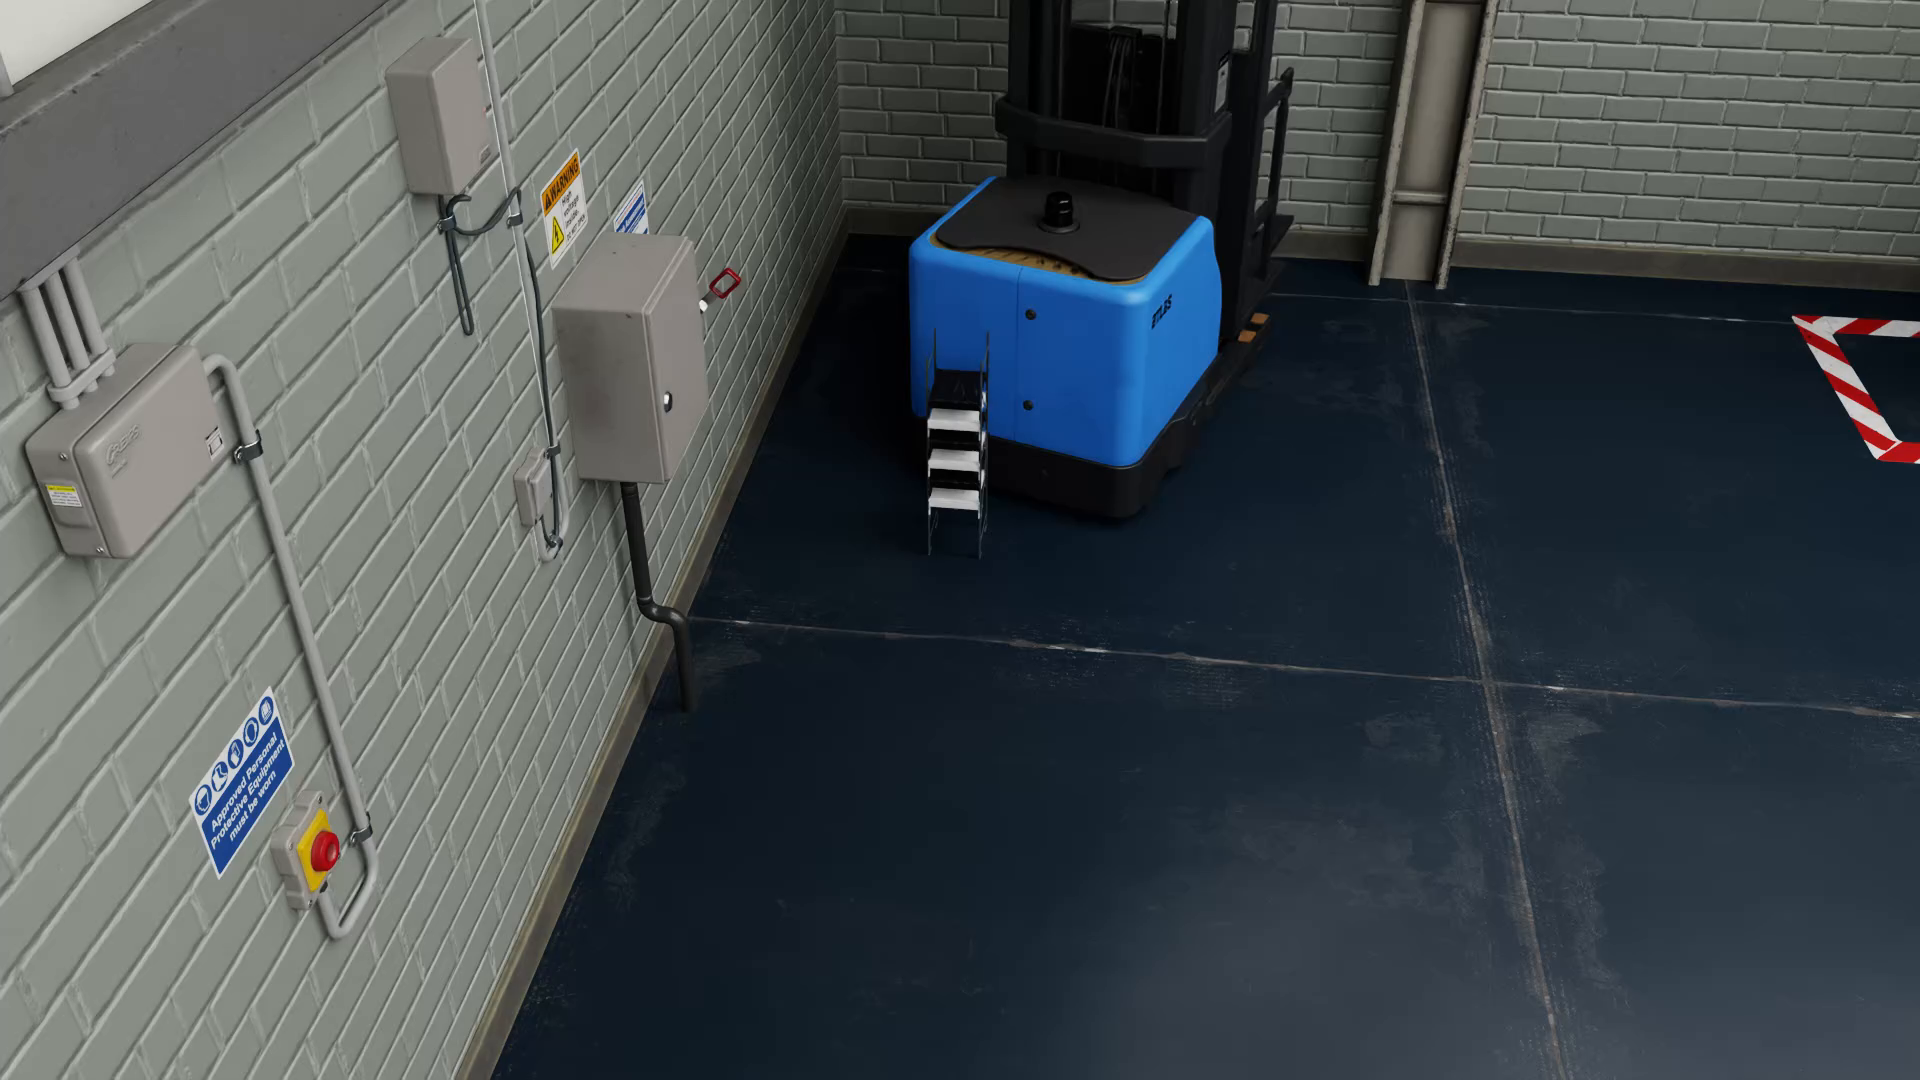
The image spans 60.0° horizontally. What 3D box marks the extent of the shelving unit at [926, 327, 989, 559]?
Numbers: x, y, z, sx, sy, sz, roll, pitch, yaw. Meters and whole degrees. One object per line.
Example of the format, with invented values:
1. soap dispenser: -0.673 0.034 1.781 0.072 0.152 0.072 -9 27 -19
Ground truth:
1. shelving unit: -0.008 -0.367 6.489 0.210 0.900 0.258 4 36 6

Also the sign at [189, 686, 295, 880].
1. sign: -1.407 0.474 3.272 0.001 0.218 0.327 4 36 6

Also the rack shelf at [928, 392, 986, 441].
1. rack shelf: -0.008 -0.486 6.404 0.200 0.077 0.258 4 36 6

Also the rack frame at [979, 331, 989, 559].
1. rack frame: 0.093 -0.359 6.479 0.006 0.900 0.240 4 36 6

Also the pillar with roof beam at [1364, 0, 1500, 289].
1. pillar with roof beam: 1.776 -2.576 2.614 0.400 9.000 9.100 4 36 6

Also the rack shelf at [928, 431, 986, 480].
1. rack shelf: -0.008 -0.340 6.509 0.200 0.077 0.258 4 36 6

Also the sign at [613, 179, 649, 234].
1. sign: -1.070 -0.900 5.511 0.001 0.494 0.329 4 36 6

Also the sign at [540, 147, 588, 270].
1. sign: -1.140 -0.959 4.800 0.001 0.242 0.339 4 36 6

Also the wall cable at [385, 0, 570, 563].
1. wall cable: -1.171 -0.671 4.234 0.122 1.984 0.588 4 36 6

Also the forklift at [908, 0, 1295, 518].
1. forklift: 0.876 -2.127 7.207 1.130 2.935 3.031 16 38 21

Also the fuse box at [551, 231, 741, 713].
1. fuse box: -0.928 -0.115 5.438 0.414 1.711 0.539 4 36 6

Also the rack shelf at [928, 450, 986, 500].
1. rack shelf: -0.008 -0.267 6.561 0.200 0.077 0.258 4 36 6

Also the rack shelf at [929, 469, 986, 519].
1. rack shelf: -0.008 -0.193 6.613 0.200 0.077 0.258 4 36 6

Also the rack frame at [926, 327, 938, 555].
1. rack frame: -0.109 -0.374 6.500 0.006 0.900 0.240 4 36 6

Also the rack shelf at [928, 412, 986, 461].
1. rack shelf: -0.008 -0.413 6.457 0.200 0.077 0.258 4 36 6

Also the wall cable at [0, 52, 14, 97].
1. wall cable: -1.422 -1.736 1.437 0.029 3.000 0.463 4 36 6

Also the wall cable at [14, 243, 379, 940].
1. wall cable: -1.340 0.134 3.078 0.123 1.953 0.585 4 36 6

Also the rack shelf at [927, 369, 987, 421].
1. rack shelf: -0.008 -0.560 6.352 0.200 0.077 0.258 4 36 6
